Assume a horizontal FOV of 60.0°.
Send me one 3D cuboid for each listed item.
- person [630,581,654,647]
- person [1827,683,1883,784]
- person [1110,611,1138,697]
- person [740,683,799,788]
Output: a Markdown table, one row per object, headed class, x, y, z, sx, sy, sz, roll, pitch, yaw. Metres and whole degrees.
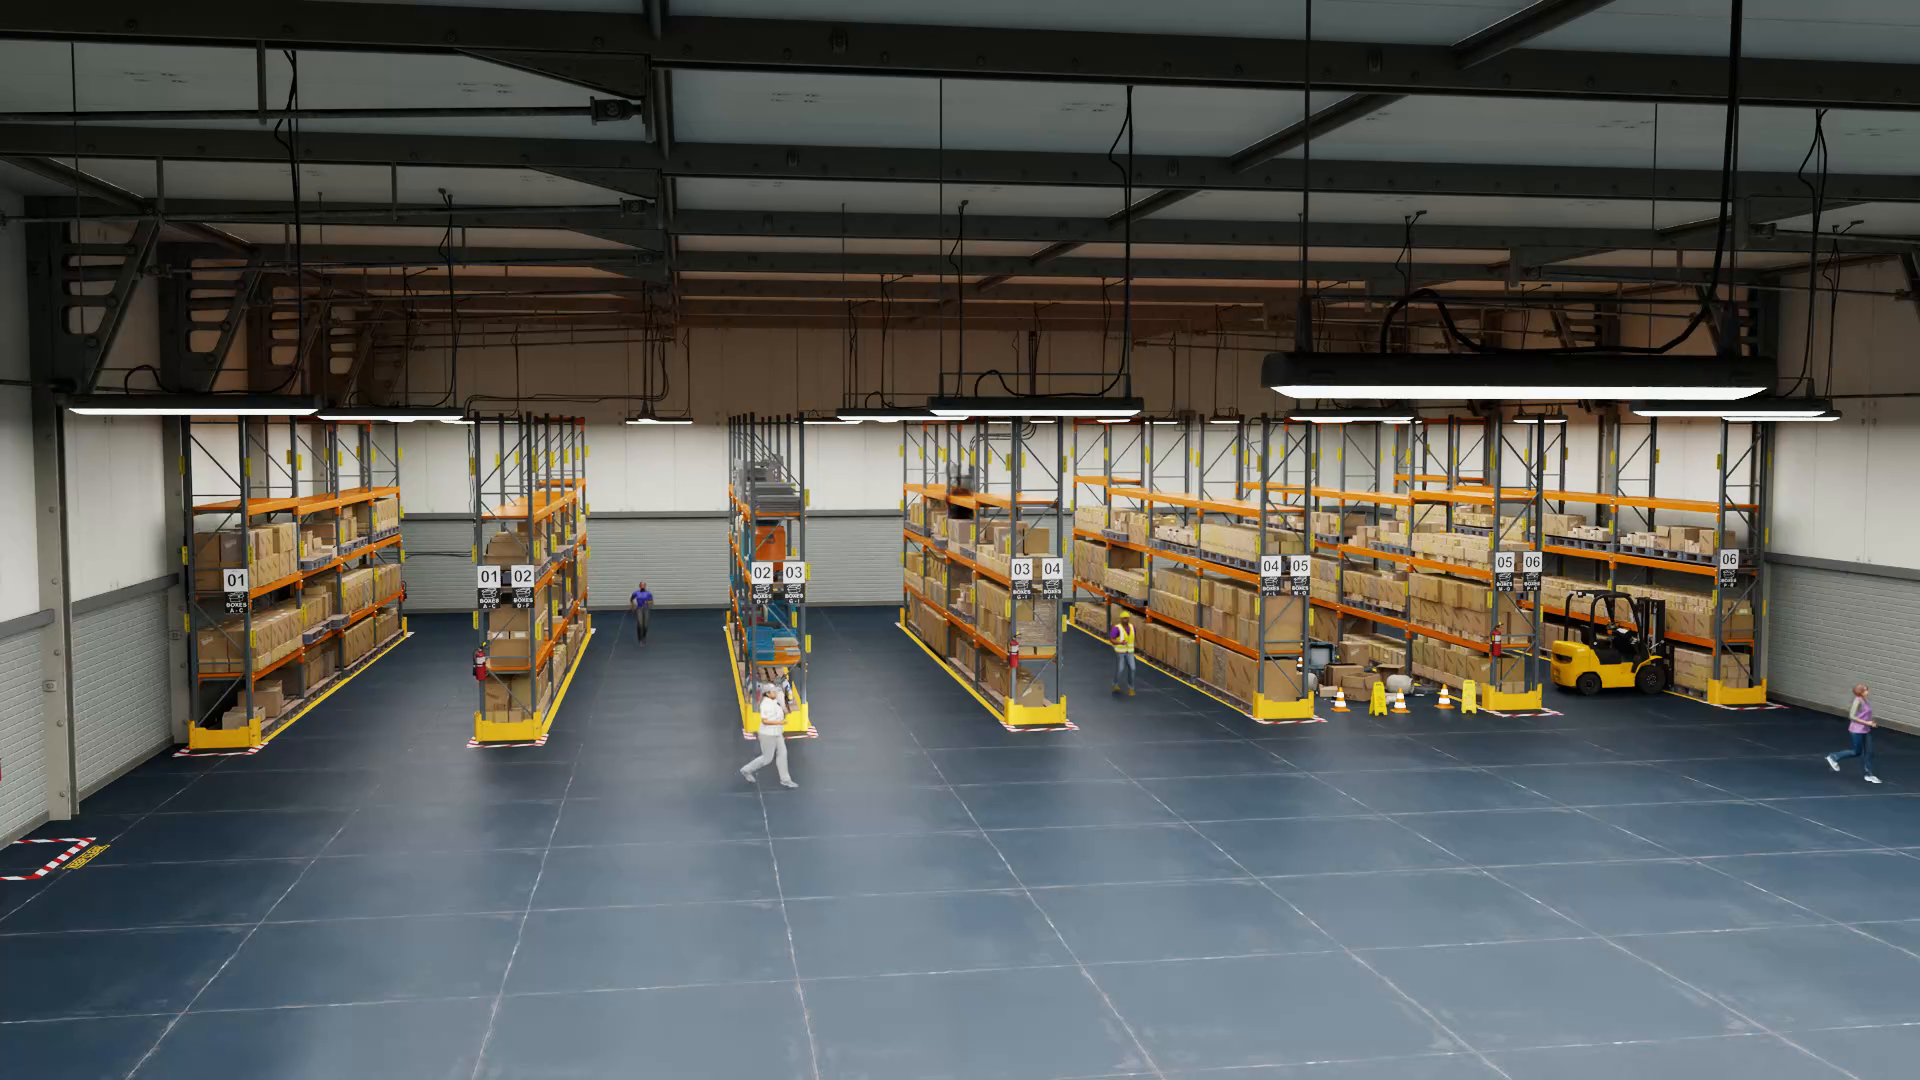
| class | x | y | z | sx | sy | sz | roll | pitch | yaw |
| --- | --- | --- | --- | --- | --- | --- | --- | --- | --- |
| person | -8.327 | 1.938 | 43.613 | 0.549 | 1.704 | 0.781 | -2 | 4 | -21 |
| person | 14.493 | 3.105 | 26.876 | 0.545 | 1.592 | 0.839 | -3 | 5 | -42 |
| person | 3.521 | 2.440 | 35.530 | 0.724 | 1.848 | 0.757 | -1 | 4 | -19 |
| person | -3.015 | 3.098 | 26.313 | 0.920 | 1.667 | 0.610 | 1 | 4 | 10 |
